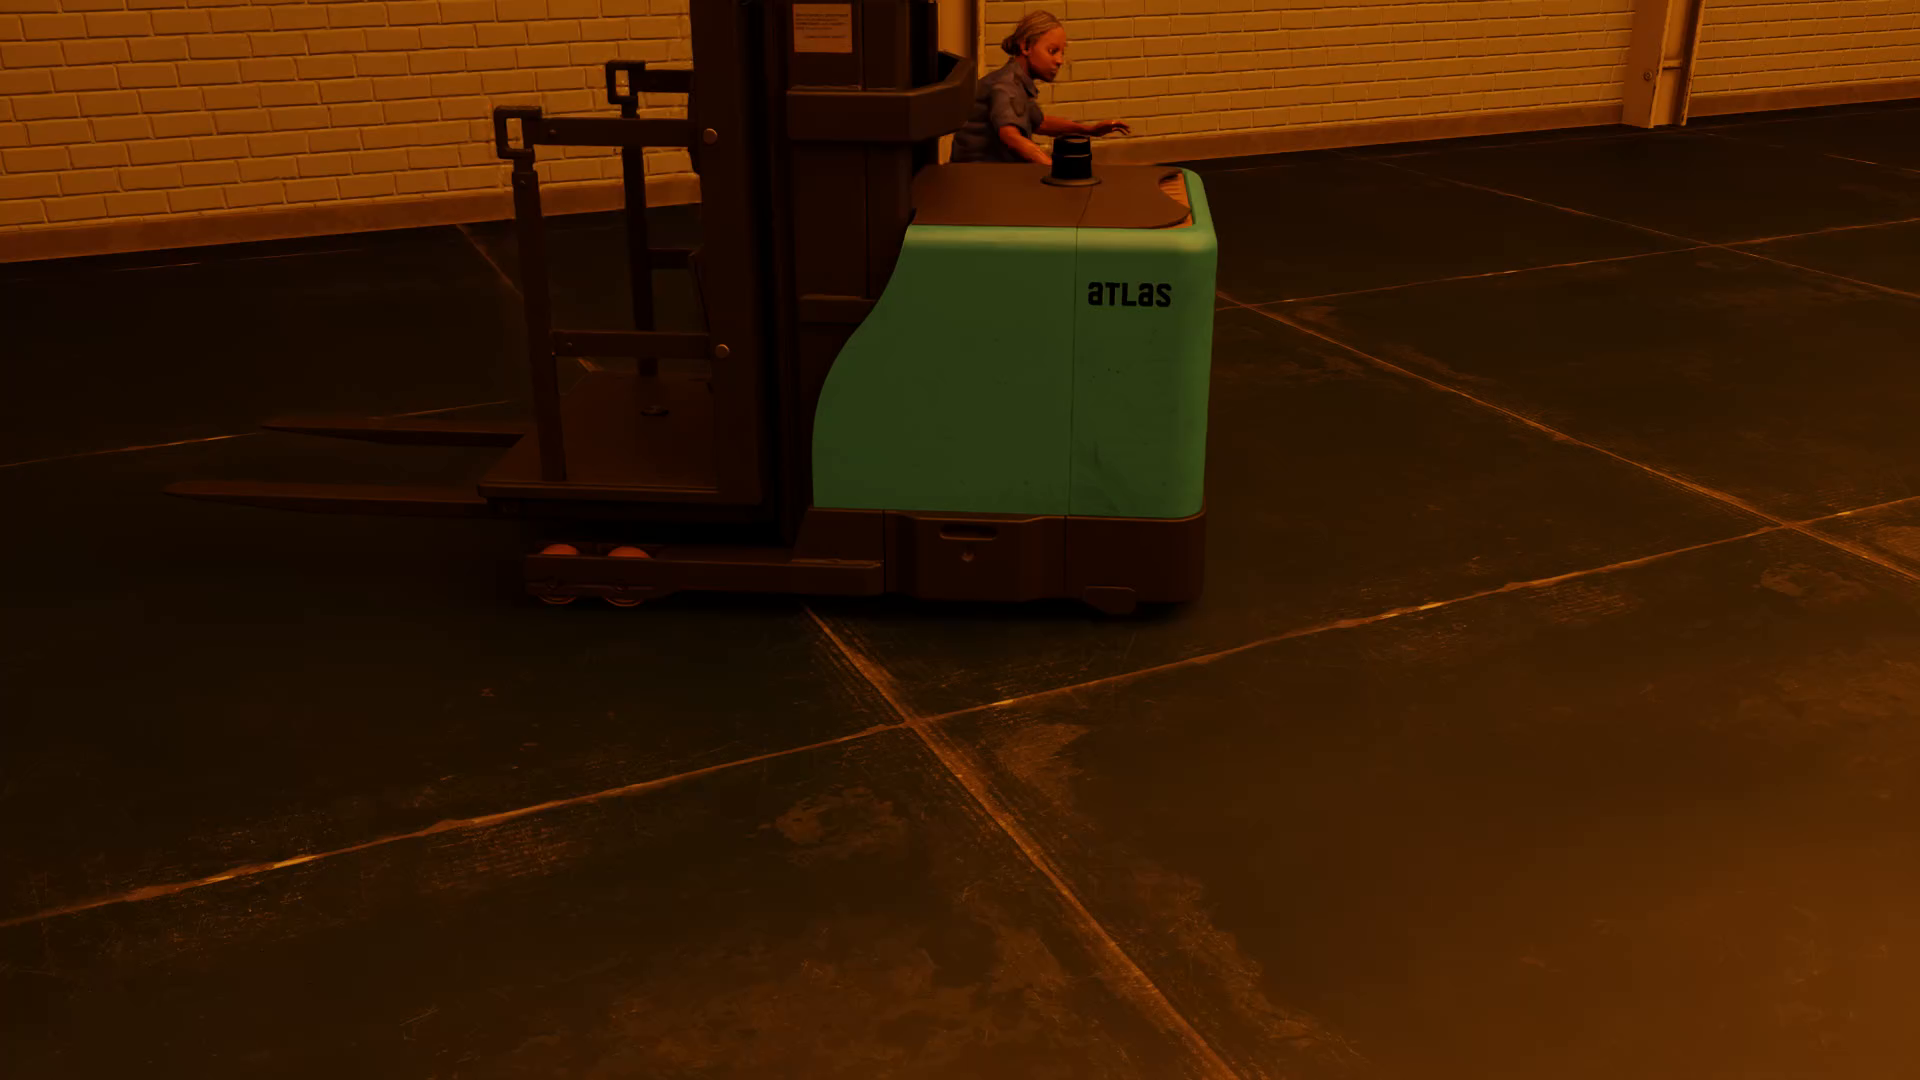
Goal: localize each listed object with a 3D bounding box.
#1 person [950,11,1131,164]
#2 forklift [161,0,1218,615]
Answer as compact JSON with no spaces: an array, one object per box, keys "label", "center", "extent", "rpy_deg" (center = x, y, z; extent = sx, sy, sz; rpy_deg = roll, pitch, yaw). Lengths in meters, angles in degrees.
[{"label":"person","center":[0.310,-1.200,6.144],"extent":[0.858,1.418,0.909],"rpy_deg":[-10,25,-24]},{"label":"forklift","center":[-0.803,-1.365,4.571],"extent":[3.031,2.935,1.130],"rpy_deg":[2,23,5]}]
